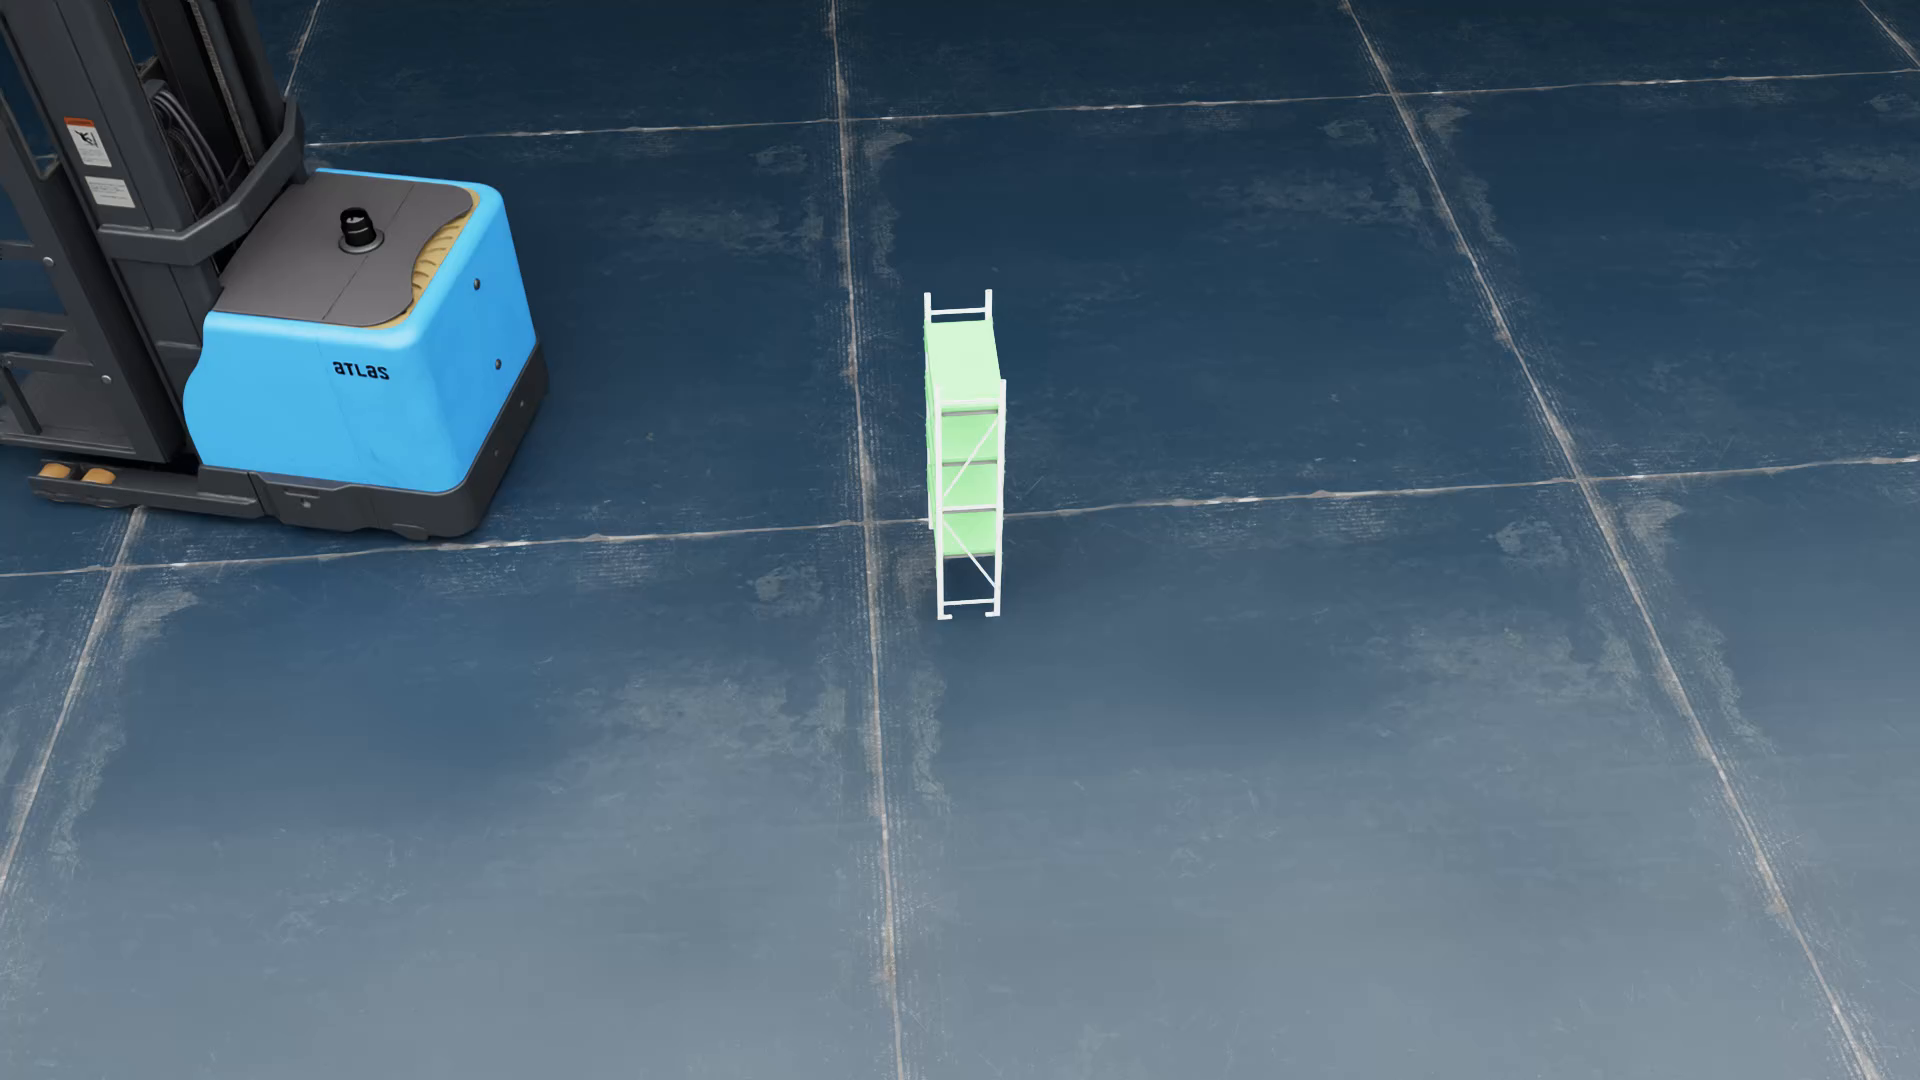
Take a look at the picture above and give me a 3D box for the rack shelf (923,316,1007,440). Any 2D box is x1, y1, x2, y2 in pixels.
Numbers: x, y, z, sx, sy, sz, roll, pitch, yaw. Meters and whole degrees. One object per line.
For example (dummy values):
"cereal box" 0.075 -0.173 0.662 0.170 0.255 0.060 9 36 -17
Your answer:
"rack shelf" 0.014 -0.579 5.899 0.258 0.148 0.480 -3 47 -3

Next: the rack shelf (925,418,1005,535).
"rack shelf" 0.014 -0.249 6.247 0.258 0.148 0.480 -3 47 -3

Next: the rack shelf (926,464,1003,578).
"rack shelf" 0.014 -0.084 6.422 0.258 0.148 0.480 -3 47 -3

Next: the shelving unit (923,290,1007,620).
"shelving unit" 0.014 -0.293 6.201 0.258 1.200 0.503 -3 47 -3

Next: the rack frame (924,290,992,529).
"rack frame" -0.007 -0.469 6.368 0.240 1.200 0.015 -3 47 -3

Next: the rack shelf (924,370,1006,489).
"rack shelf" 0.014 -0.414 6.073 0.258 0.148 0.480 -3 47 -3

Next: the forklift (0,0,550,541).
"forklift" -3.367 -1.513 6.164 3.031 2.935 1.130 7 47 6

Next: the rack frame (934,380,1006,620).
"rack frame" 0.034 -0.116 6.034 0.240 1.200 0.015 -3 47 -3
